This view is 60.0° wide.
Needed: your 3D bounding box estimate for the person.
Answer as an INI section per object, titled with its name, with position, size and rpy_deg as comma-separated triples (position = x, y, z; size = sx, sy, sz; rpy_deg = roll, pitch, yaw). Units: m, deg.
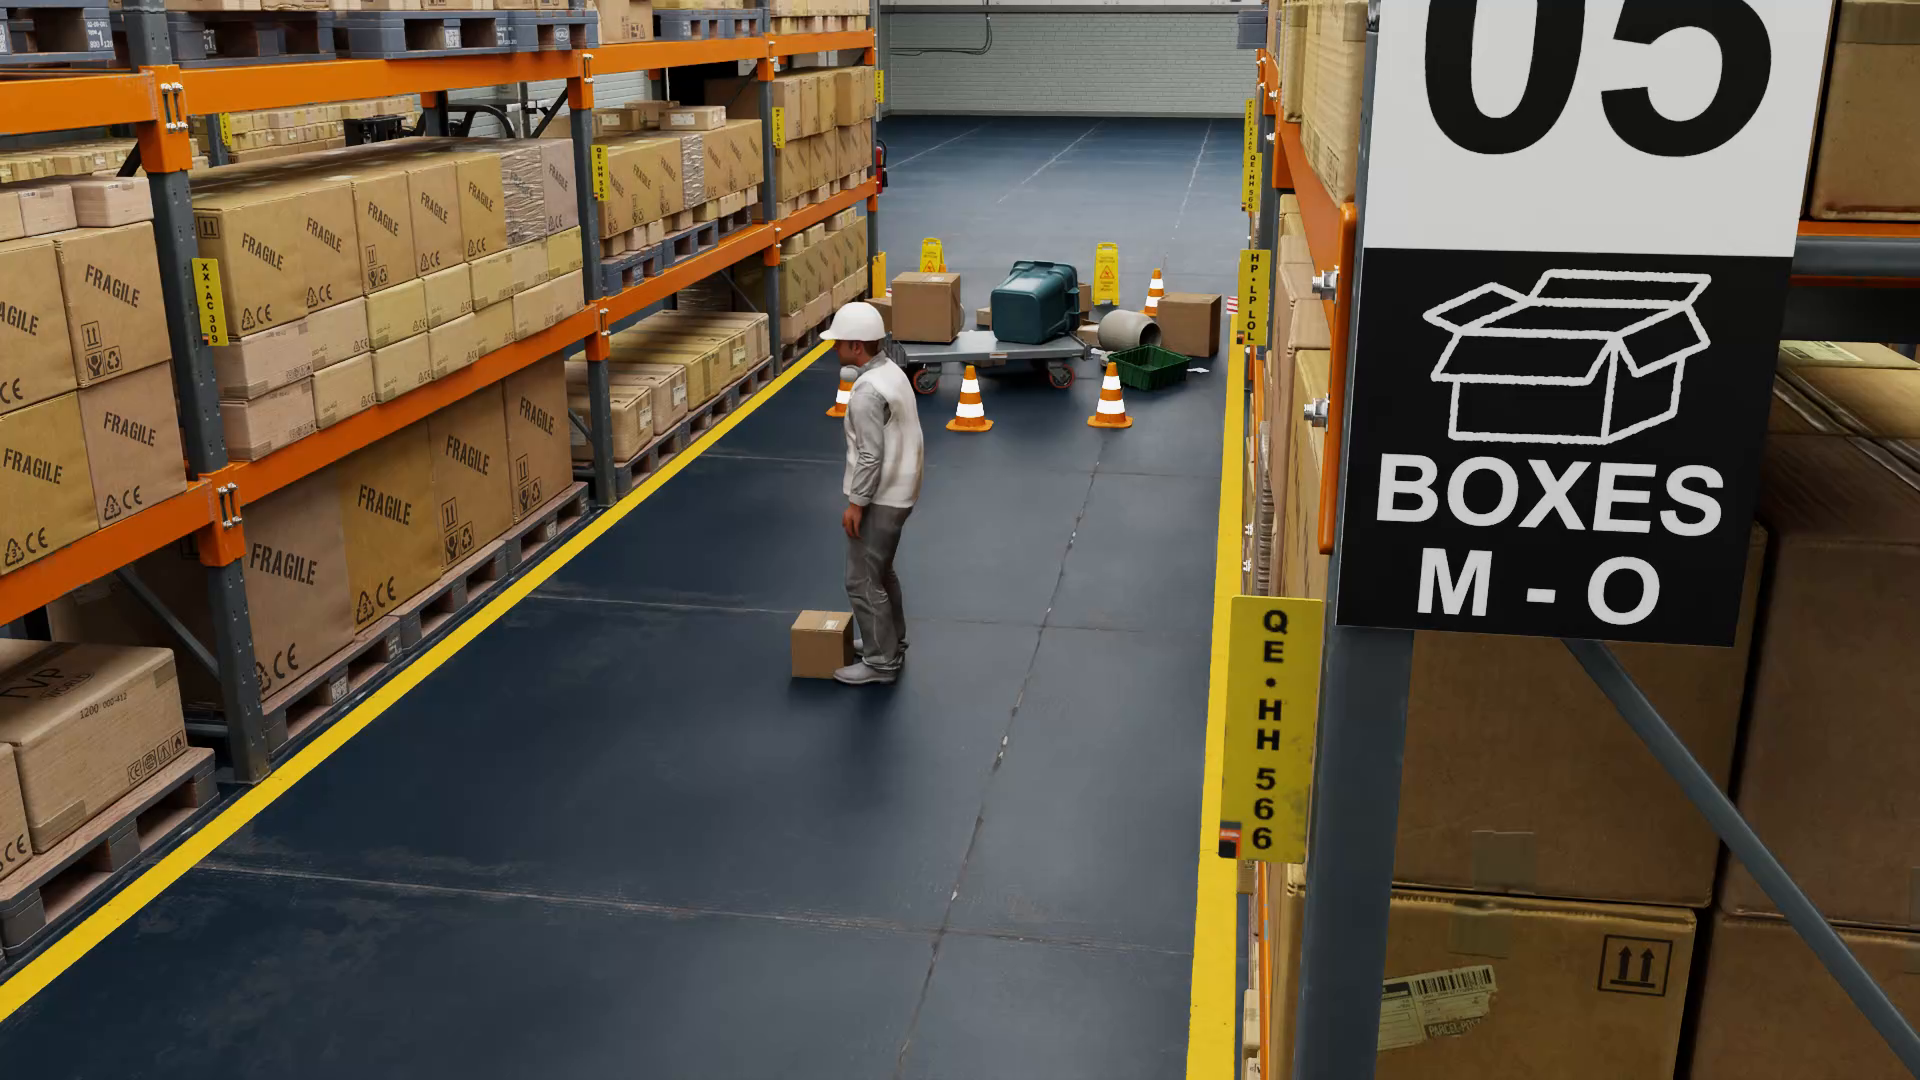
[person]
position = -0.396, -0.214, 7.682
size = 0.460, 1.769, 0.579
rpy_deg = 3, 18, 9
